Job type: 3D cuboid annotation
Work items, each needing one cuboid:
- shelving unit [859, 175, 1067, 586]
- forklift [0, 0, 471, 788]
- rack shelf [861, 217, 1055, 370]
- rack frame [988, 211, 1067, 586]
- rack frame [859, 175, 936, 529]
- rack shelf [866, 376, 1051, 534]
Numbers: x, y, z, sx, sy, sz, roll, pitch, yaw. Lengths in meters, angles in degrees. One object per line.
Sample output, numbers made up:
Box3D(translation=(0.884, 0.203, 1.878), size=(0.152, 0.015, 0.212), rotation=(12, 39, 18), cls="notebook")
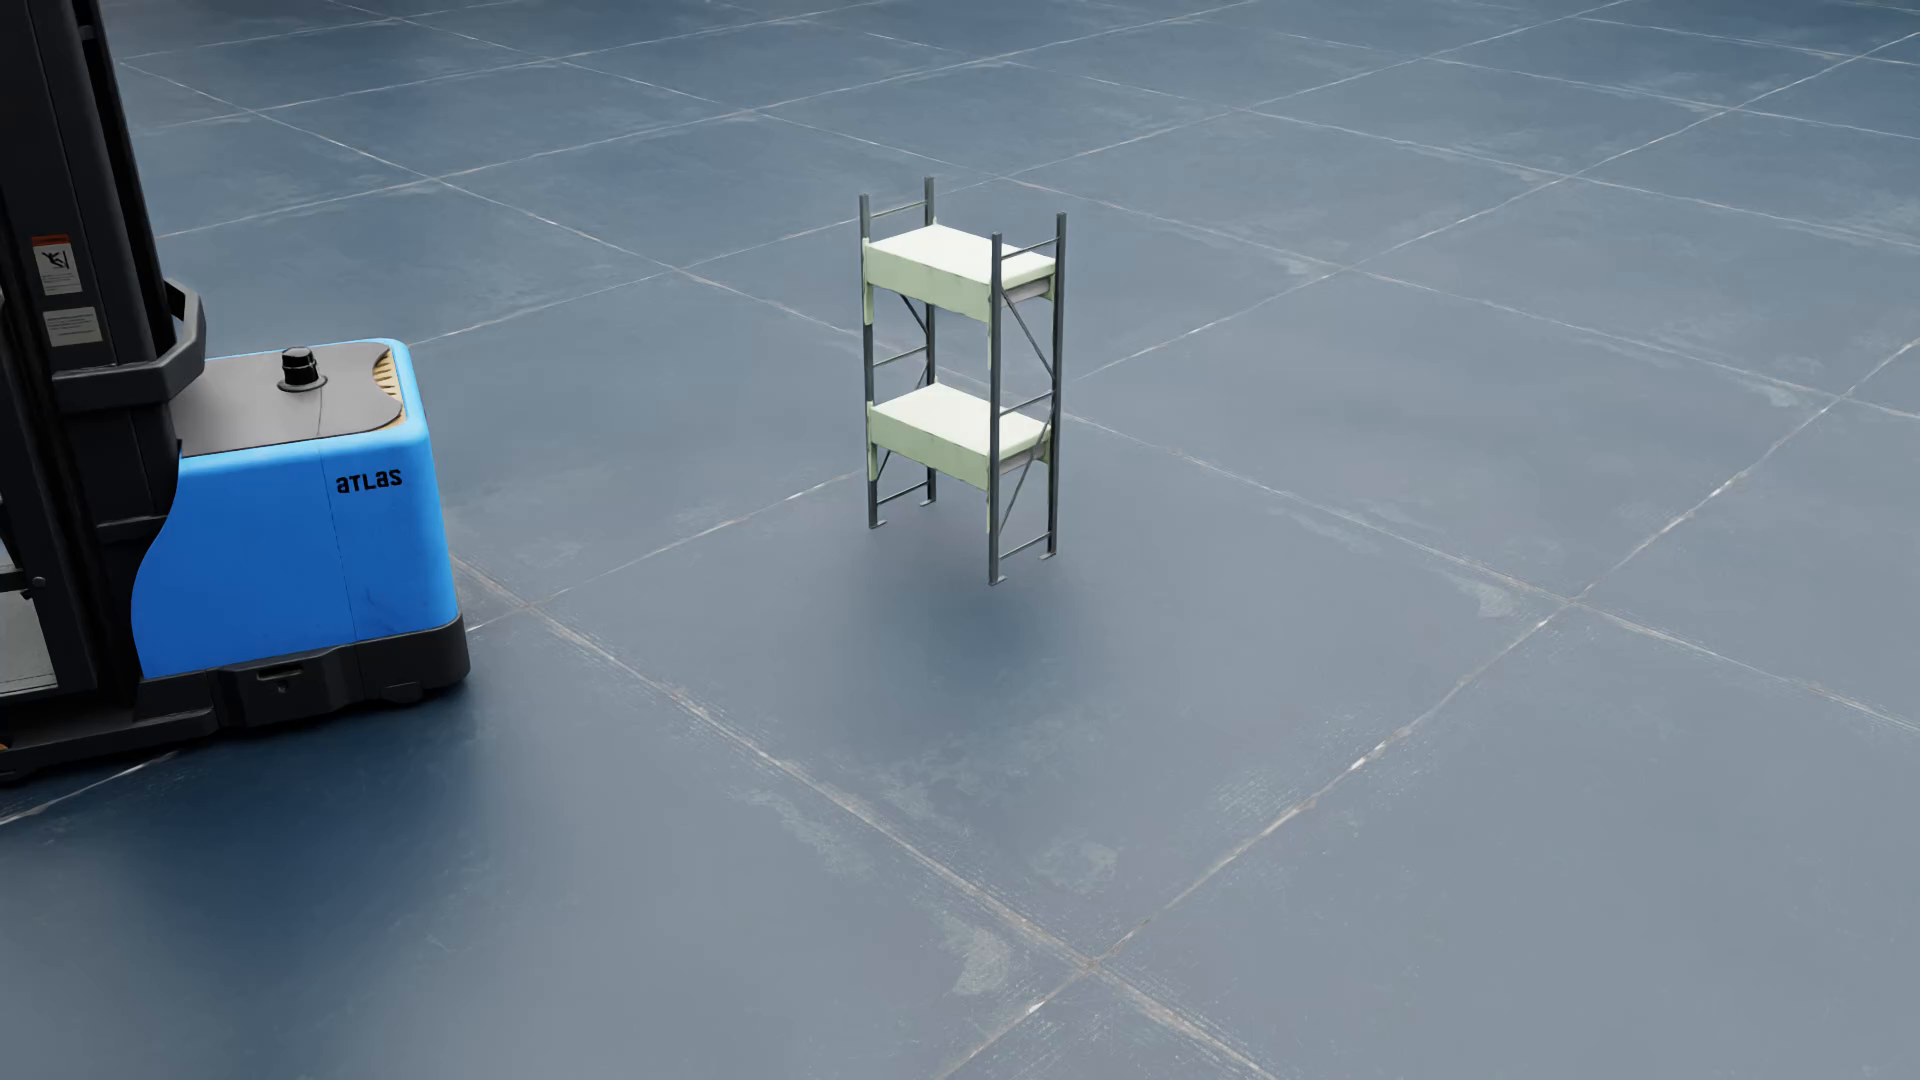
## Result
Box3D(translation=(0.005, -0.662, 6.897), size=(0.755, 1.500, 0.431), rotation=(25, 36, 38), cls="shelving unit")
Box3D(translation=(-3.390, -0.692, 5.417), size=(3.031, 2.935, 1.130), rotation=(-10, 29, -18), cls="forklift")
Box3D(translation=(0.005, -1.007, 6.715), size=(0.720, 0.370, 0.431), rotation=(25, 36, 38), cls="rack shelf")
Box3D(translation=(0.266, -0.542, 6.670), size=(0.023, 1.500, 0.400), rotation=(25, 36, 38), cls="rack frame")
Box3D(translation=(-0.256, -0.781, 7.124), size=(0.023, 1.500, 0.400), rotation=(25, 36, 38), cls="rack frame")
Box3D(translation=(0.005, -0.373, 7.049), size=(0.720, 0.370, 0.431), rotation=(25, 36, 38), cls="rack shelf")
